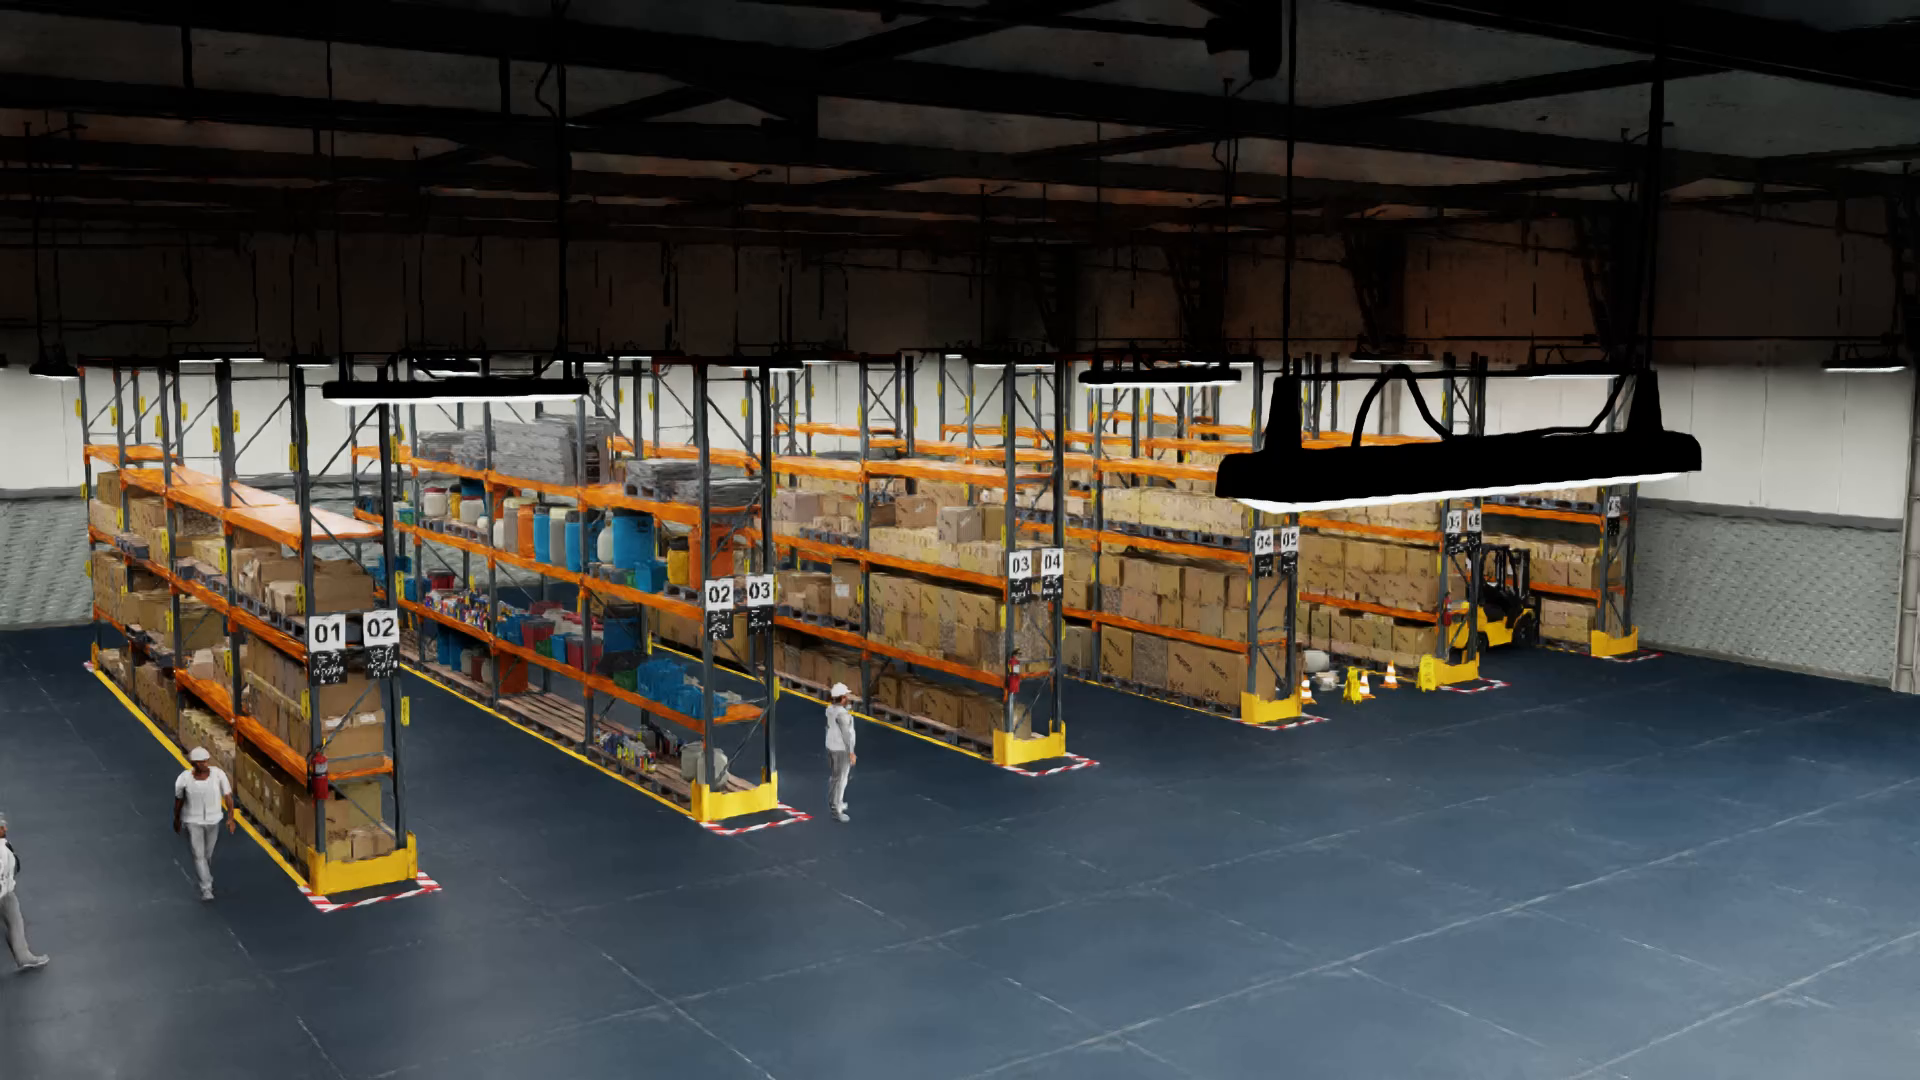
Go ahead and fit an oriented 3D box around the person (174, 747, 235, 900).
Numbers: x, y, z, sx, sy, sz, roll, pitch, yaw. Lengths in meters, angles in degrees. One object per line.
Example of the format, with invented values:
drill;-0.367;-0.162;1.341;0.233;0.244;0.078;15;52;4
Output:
person;-8.616;3.187;18.986;0.589;1.716;1.043;-5;9;-36

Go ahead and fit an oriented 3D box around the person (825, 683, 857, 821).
person;-1.587;2.768;22.036;0.385;1.780;0.687;-3;8;-25

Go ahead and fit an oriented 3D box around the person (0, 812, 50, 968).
person;-9.515;3.503;16.464;0.558;1.670;0.697;0;7;2
